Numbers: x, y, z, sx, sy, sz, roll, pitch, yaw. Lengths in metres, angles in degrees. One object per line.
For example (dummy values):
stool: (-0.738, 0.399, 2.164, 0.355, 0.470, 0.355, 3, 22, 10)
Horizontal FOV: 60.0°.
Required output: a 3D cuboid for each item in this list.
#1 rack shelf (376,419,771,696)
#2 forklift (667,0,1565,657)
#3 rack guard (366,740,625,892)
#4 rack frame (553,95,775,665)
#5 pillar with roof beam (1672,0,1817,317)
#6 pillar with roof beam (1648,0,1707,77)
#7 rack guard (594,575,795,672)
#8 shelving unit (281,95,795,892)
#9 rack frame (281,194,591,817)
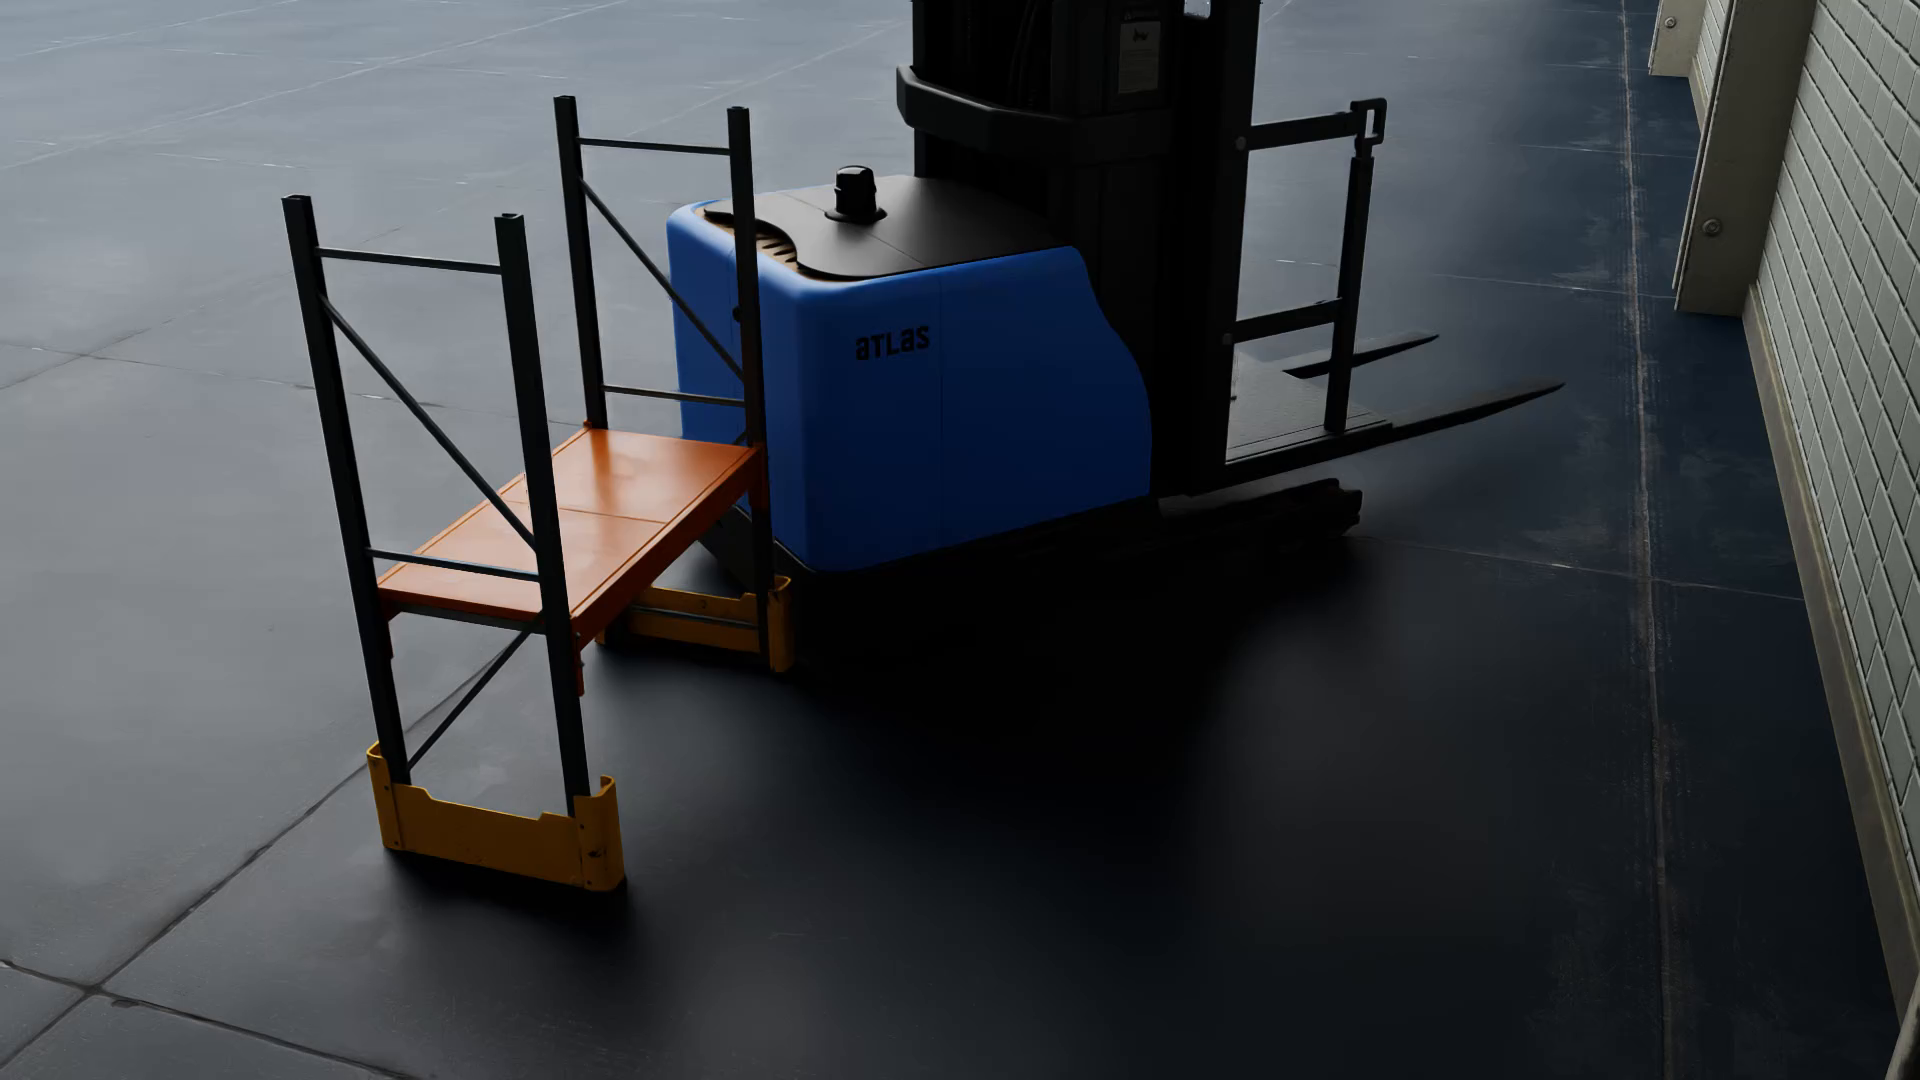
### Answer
rack shelf: (-0.890, 0.004, 3.933, 0.538, 0.185, 1.000, 8, 27, 15)
forklift: (0.675, -1.463, 4.907, 3.031, 2.935, 1.130, -15, 29, -27)
rack guard: (-1.035, 0.608, 3.706, 0.587, 0.250, 0.087, 8, 27, 15)
rack frame: (-0.740, -0.369, 4.291, 0.500, 1.500, 0.032, 8, 27, 15)
pillar with roof beam: (-0.690, -5.747, 6.794, 9.100, 9.000, 0.400, 9, 27, 17)
pillar with roof beam: (1.307, -8.213, 11.887, 9.100, 9.000, 0.400, 9, 27, 17)
rack guard: (-0.740, 0.194, 4.563, 0.587, 0.250, 0.087, 8, 27, 15)
shelving unit: (-0.888, -0.161, 3.862, 0.587, 1.500, 1.083, 8, 27, 15)
rack frame: (-1.041, 0.054, 3.417, 0.500, 1.500, 0.032, 8, 27, 15)
